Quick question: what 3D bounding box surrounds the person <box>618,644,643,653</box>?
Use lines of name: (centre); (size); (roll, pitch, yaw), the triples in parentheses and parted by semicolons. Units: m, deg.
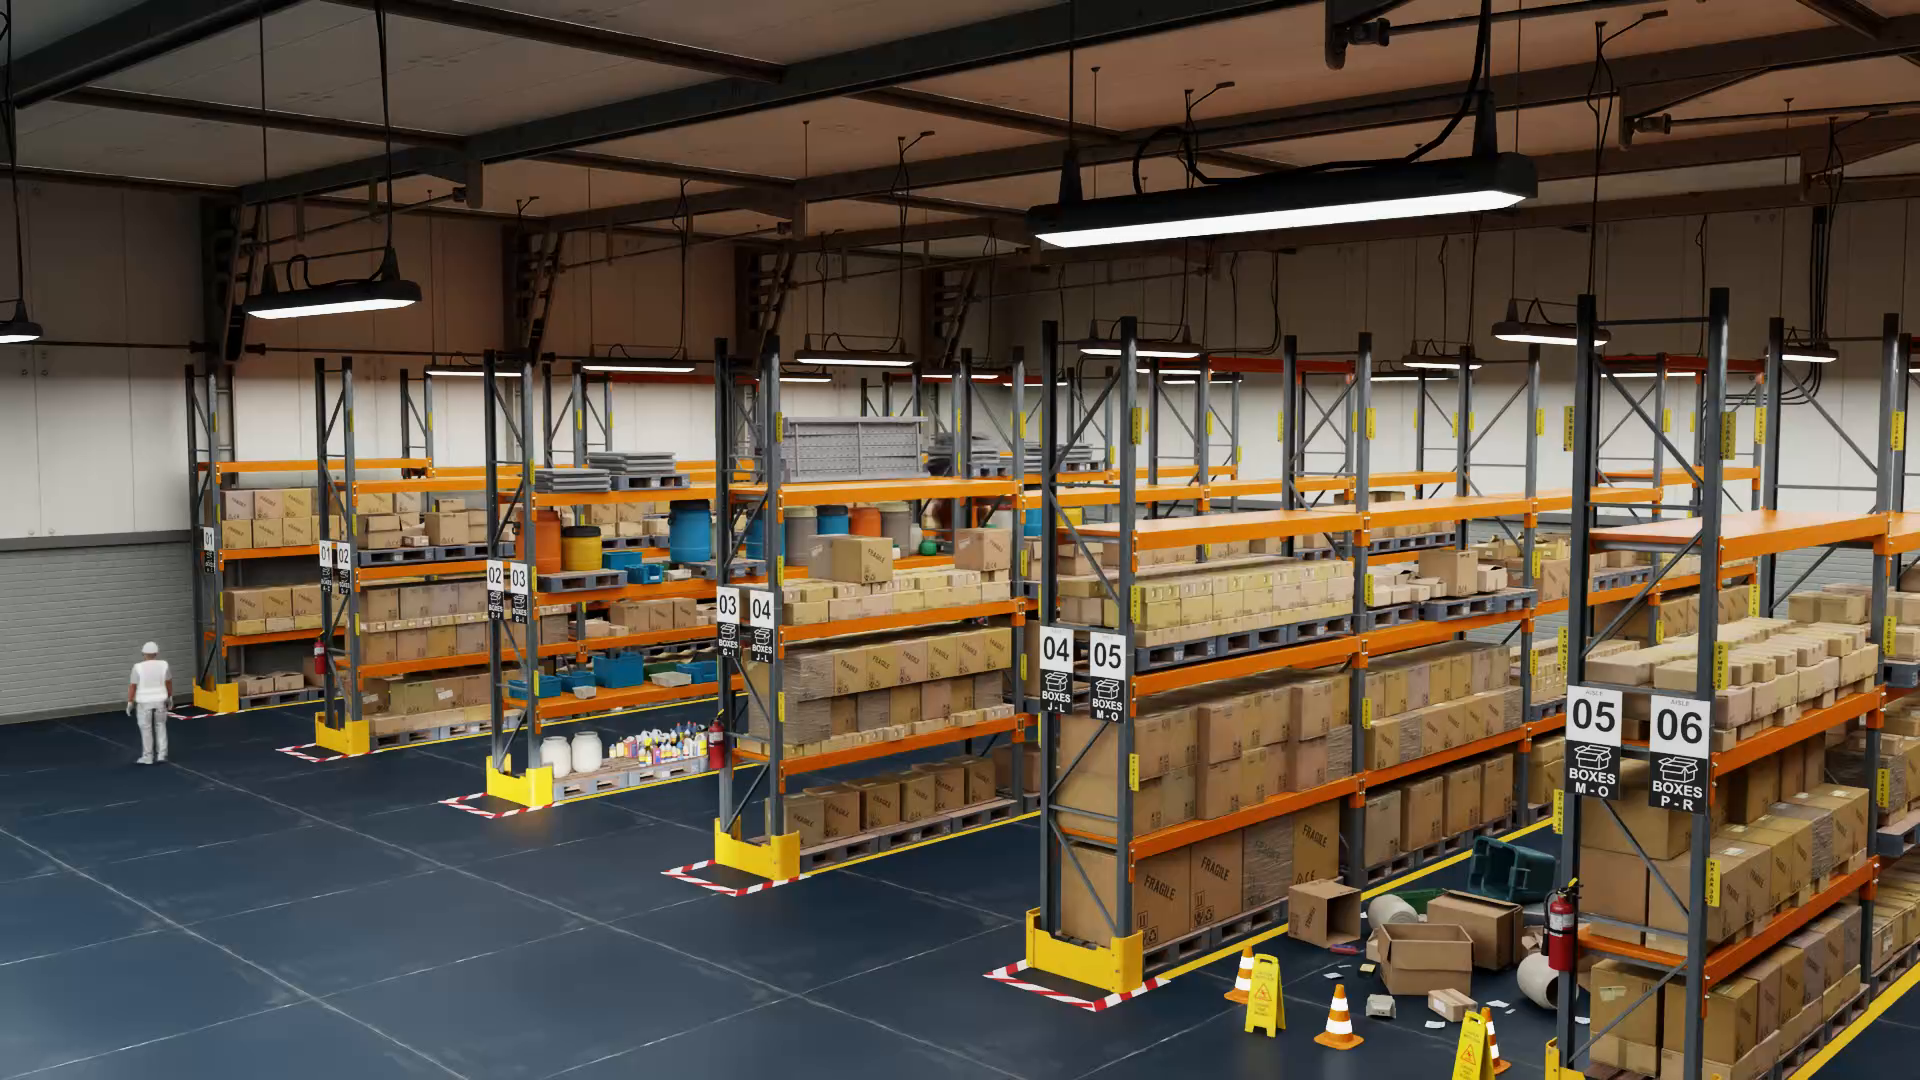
person: (-6.274, 1.946, 31.481); (0.565, 1.685, 0.521); (-1, 5, -18)

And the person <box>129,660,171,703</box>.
person: (-11.926, 2.076, 24.462); (0.349, 0.629, 0.580); (4, 6, 42)
